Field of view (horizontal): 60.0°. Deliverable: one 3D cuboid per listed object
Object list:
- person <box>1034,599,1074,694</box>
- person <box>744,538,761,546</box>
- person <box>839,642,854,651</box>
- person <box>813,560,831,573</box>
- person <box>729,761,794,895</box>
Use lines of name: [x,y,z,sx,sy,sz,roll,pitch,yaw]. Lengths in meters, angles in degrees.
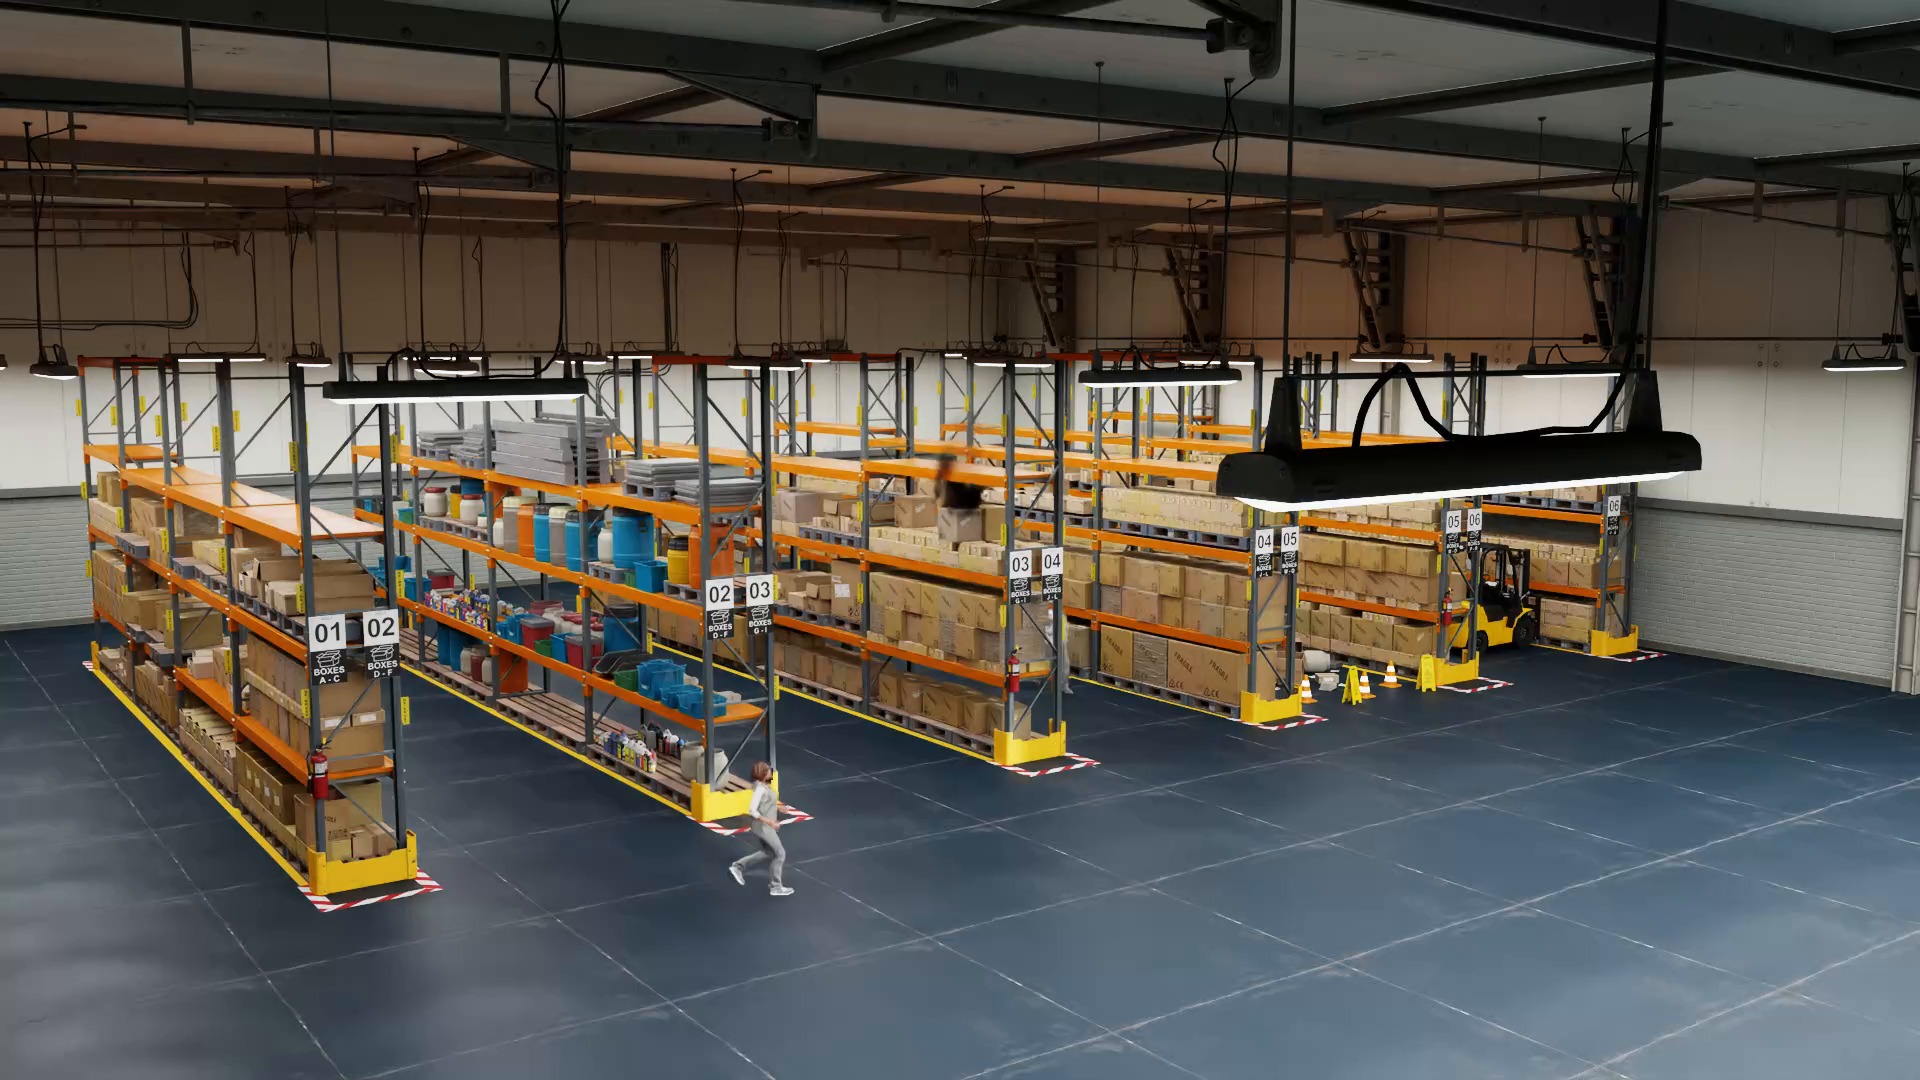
person: [1.673,1.846,29.800,0.646,1.764,0.927,-7,10,-44]
person: [-5.295,0.457,41.493,0.576,1.750,0.810,-4,8,-31]
person: [-2.217,1.560,32.854,0.581,1.686,0.723,-6,9,-42]
person: [-3.533,0.318,42.687,0.627,1.703,0.720,-5,9,-37]
person: [-2.258,3.276,18.859,0.730,1.558,0.546,-1,7,-8]
